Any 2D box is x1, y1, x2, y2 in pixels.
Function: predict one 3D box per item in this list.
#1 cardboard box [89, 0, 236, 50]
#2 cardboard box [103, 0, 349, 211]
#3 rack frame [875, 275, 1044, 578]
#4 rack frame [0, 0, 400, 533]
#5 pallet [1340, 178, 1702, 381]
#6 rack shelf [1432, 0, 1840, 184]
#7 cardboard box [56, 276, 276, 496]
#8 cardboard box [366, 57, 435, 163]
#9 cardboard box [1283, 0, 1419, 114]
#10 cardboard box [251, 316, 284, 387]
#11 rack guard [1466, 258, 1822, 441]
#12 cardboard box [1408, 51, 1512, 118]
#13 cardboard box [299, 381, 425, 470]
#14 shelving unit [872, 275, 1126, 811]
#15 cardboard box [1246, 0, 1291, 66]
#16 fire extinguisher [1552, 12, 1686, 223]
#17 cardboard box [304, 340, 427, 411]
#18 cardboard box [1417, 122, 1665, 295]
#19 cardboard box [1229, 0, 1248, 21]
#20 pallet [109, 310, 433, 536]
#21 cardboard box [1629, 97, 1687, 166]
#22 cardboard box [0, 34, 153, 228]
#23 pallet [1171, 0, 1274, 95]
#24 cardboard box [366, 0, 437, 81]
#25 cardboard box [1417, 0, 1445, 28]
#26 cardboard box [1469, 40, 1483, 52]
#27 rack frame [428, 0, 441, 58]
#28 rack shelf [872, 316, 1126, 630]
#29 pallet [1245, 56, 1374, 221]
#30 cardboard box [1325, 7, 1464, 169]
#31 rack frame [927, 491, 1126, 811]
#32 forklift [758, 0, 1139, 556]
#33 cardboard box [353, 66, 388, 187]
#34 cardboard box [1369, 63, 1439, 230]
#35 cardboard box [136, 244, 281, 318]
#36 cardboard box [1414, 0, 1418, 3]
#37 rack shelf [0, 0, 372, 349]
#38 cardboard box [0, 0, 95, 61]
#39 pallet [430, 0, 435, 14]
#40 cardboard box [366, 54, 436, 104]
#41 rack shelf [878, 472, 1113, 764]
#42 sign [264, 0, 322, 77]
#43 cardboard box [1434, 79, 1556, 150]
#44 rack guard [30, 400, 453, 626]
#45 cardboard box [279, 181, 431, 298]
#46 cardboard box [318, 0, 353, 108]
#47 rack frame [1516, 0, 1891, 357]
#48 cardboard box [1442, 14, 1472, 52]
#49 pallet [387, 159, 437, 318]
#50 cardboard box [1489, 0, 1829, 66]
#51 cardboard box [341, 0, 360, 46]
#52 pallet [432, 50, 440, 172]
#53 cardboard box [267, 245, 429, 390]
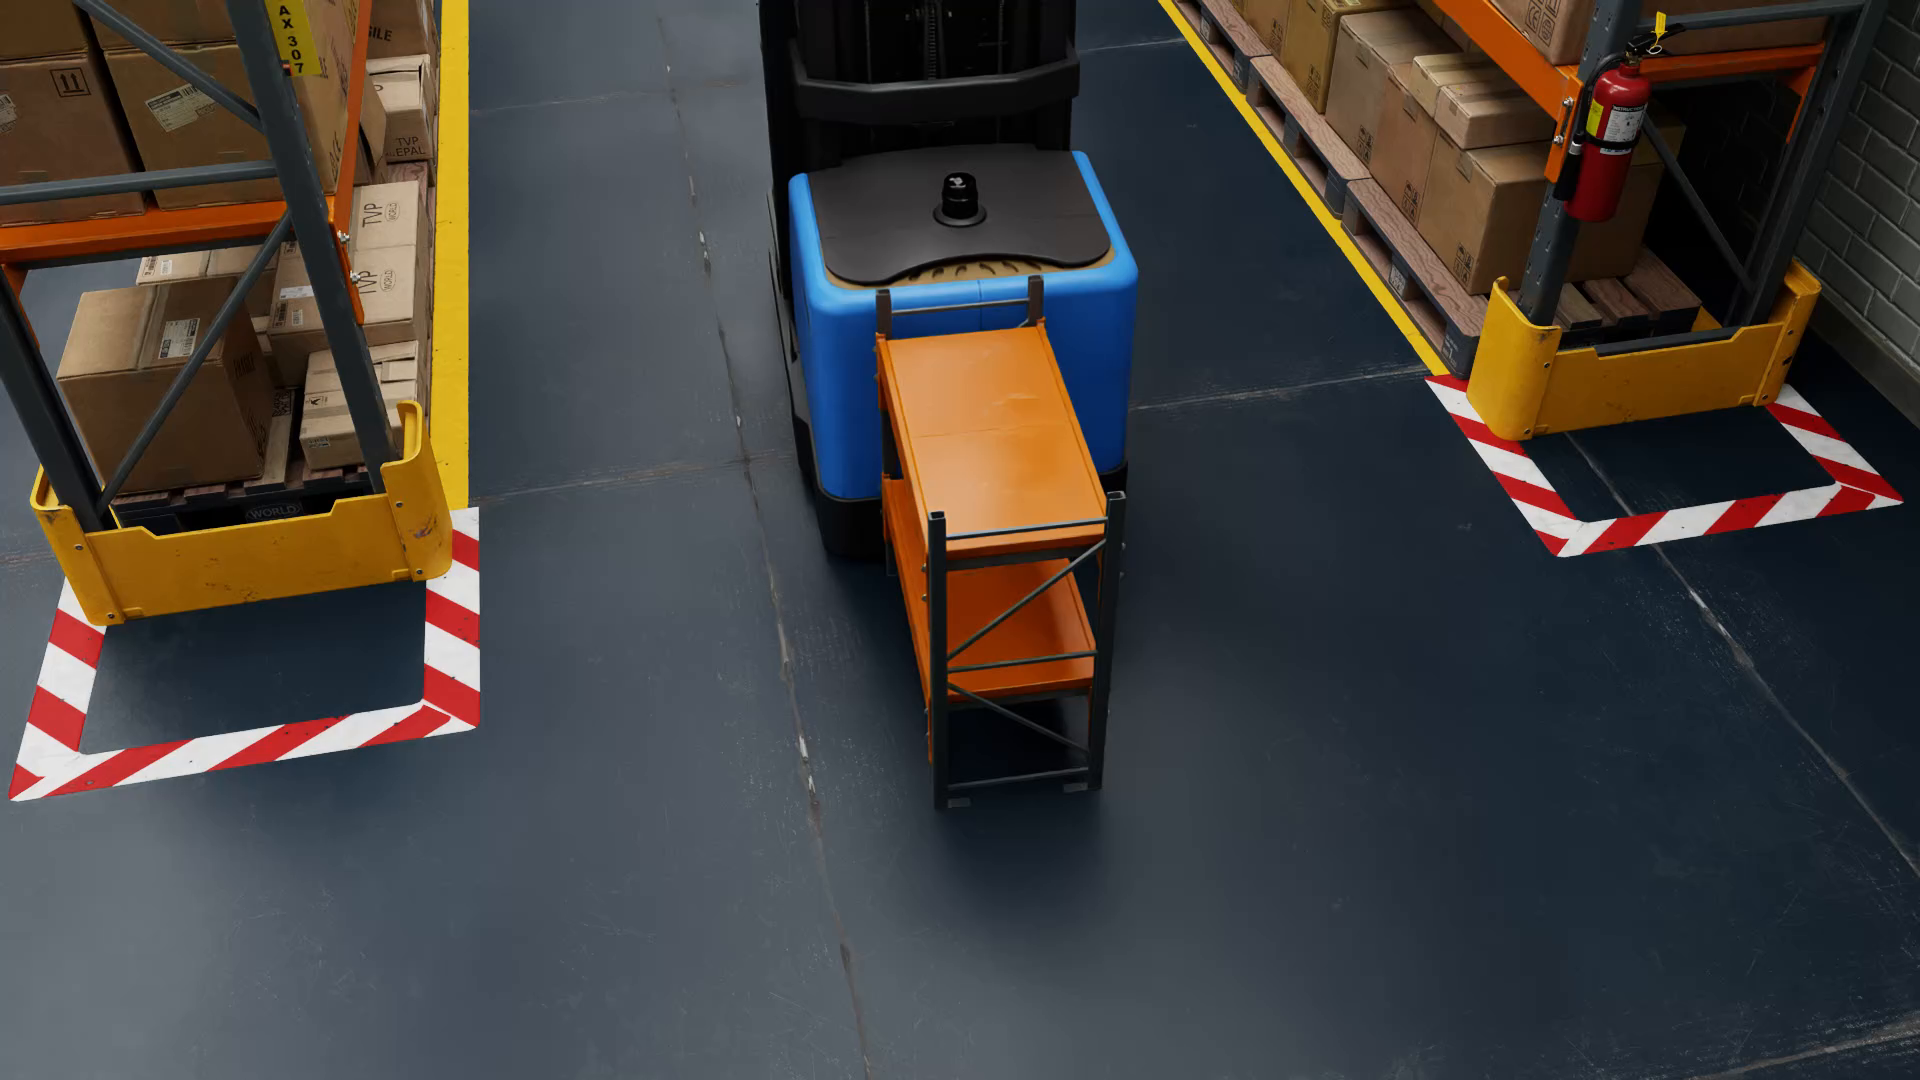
[{"bbox_3d":[-2.146,-1.714,4.593,0.500,0.500,0.500,-7,42,-8],"label":"cardboard box"},{"bbox_3d":[-2.146,-1.340,4.925,0.500,0.500,0.500,-8,42,-8],"label":"cardboard box"},{"bbox_3d":[0.000,-0.332,5.276,0.500,1.125,0.032,-6,42,-7],"label":"rack frame"},{"bbox_3d":[-2.308,-0.978,4.592,1.000,3.000,0.127,-8,42,-9],"label":"rack frame"},{"bbox_3d":[2.279,-1.154,6.891,1.003,0.211,1.213,-8,42,-9],"label":"pallet"},{"bbox_3d":[2.096,-2.717,7.093,1.077,0.370,4.000,-8,42,-9],"label":"rack shelf"},{"bbox_3d":[-2.666,-0.524,5.633,0.500,0.500,0.500,-8,42,-9],"label":"cardboard box"},{"bbox_3d":[-2.609,-1.915,7.341,0.500,0.311,0.500,-8,42,-9],"label":"cardboard box"},{"bbox_3d":[1.940,-2.346,7.700,0.700,0.500,0.500,-7,42,-8],"label":"cardboard box"},{"bbox_3d":[-2.665,-0.675,6.054,0.380,0.166,0.250,-8,42,-9],"label":"cardboard box"},{"bbox_3d":[2.533,-0.739,6.206,1.175,0.500,0.348,-8,42,-9],"label":"rack guard"},{"bbox_3d":[2.018,-1.817,6.615,0.380,0.149,0.250,-7,42,-8],"label":"cardboard box"},{"bbox_3d":[-2.063,-0.397,5.753,0.380,0.149,0.250,-8,42,-9],"label":"cardboard box"},{"bbox_3d":[0.084,0.001,4.901,0.538,1.125,1.048,-6,42,-7],"label":"shelving unit"},{"bbox_3d":[1.831,-2.679,8.075,0.700,0.500,0.500,-9,42,-10],"label":"cardboard box"},{"bbox_3d":[2.110,-1.358,5.359,0.296,0.674,0.183,-8,42,-9],"label":"fire extinguisher"},{"bbox_3d":[-2.117,-0.565,5.930,0.380,0.166,0.250,-8,42,-9],"label":"cardboard box"},{"bbox_3d":[2.279,-1.351,6.580,0.700,0.500,0.500,-8,42,-9],"label":"cardboard box"},{"bbox_3d":[1.726,-3.005,8.443,0.700,0.500,0.500,-8,42,-9],"label":"cardboard box"},{"bbox_3d":[-2.497,-0.501,6.155,1.003,0.211,1.213,-8,42,-9],"label":"pallet"},{"bbox_3d":[2.502,-1.542,6.305,0.380,0.149,0.250,-8,42,-9],"label":"cardboard box"},{"bbox_3d":[-2.670,-1.266,4.842,0.500,0.500,0.500,-7,42,-8],"label":"cardboard box"},{"bbox_3d":[1.753,-2.736,8.673,1.003,0.211,1.213,-8,42,-9],"label":"pallet"},{"bbox_3d":[-2.771,-2.471,7.826,0.500,0.500,0.500,-8,42,-9],"label":"cardboard box"},{"bbox_3d":[2.226,-2.363,7.231,0.380,0.149,0.250,-8,42,-9],"label":"cardboard box"},{"bbox_3d":[2.338,-2.032,6.858,0.380,0.149,0.250,-8,42,-9],"label":"cardboard box"},{"bbox_3d":[-3.171,-3.570,7.513,1.000,3.000,0.127,-8,42,-9],"label":"rack frame"},{"bbox_3d":[0.084,-0.218,4.707,0.538,0.278,1.000,-6,42,-7],"label":"rack shelf"},{"bbox_3d":[2.019,-1.943,7.780,1.003,0.211,1.213,-8,42,-9],"label":"pallet"},{"bbox_3d":[2.062,-2.002,7.312,0.700,0.500,0.500,-10,42,-11],"label":"cardboard box"},{"bbox_3d":[0.168,0.334,4.526,0.500,1.125,0.032,-6,42,-7],"label":"rack frame"},{"bbox_3d":[-0.184,-2.027,5.825,1.130,2.935,3.031,-6,42,-7],"label":"forklift"},{"bbox_3d":[-2.761,-1.584,6.824,0.797,0.503,0.637,-8,42,-9],"label":"cardboard box"},{"bbox_3d":[2.171,-1.676,6.945,0.700,0.500,0.500,-8,42,-9],"label":"cardboard box"},{"bbox_3d":[-2.842,-1.051,6.414,0.500,0.250,0.500,-8,42,-9],"label":"cardboard box"},{"bbox_3d":[2.172,-2.527,7.416,0.380,0.149,0.250,-9,42,-10],"label":"cardboard box"},{"bbox_3d":[-2.740,-2.005,6.291,1.077,0.370,4.000,-8,42,-9],"label":"rack shelf"},{"bbox_3d":[-2.672,-1.638,4.507,0.500,0.500,0.500,-9,42,-10],"label":"cardboard box"},{"bbox_3d":[-3.384,-3.049,9.026,1.003,0.211,1.213,-8,42,-9],"label":"pallet"},{"bbox_3d":[-2.632,-2.106,7.679,0.380,0.149,0.250,-8,42,-9],"label":"cardboard box"},{"bbox_3d":[0.084,0.184,5.064,0.538,0.278,1.000,-6,42,-7],"label":"rack shelf"},{"bbox_3d":[-1.778,-1.379,4.392,0.100,0.325,0.005,-8,42,-9],"label":"sign"},{"bbox_3d":[2.074,-1.651,6.429,0.380,0.149,0.250,-9,42,-10],"label":"cardboard box"},{"bbox_3d":[-2.324,-0.092,5.477,1.175,0.500,0.348,-8,42,-9],"label":"rack guard"},{"bbox_3d":[-2.364,-1.155,6.532,0.500,0.250,0.500,-8,42,-9],"label":"cardboard box"},{"bbox_3d":[-2.263,-1.674,5.301,0.500,0.500,0.500,-9,42,-10],"label":"cardboard box"},{"bbox_3d":[2.528,-1.690,5.394,1.000,3.000,0.127,-8,42,-9],"label":"rack frame"},{"bbox_3d":[2.282,-2.197,7.044,0.380,0.149,0.250,-8,42,-9],"label":"cardboard box"},{"bbox_3d":[-2.757,-1.290,7.044,1.003,0.211,1.213,-8,42,-9],"label":"pallet"},{"bbox_3d":[2.408,-2.131,5.665,0.980,0.700,0.700,-7,42,-7],"label":"cardboard box"},{"bbox_3d":[-2.368,-2.000,5.668,0.500,0.500,0.500,-8,42,-9],"label":"cardboard box"},{"bbox_3d":[-3.024,-2.082,7.937,1.003,0.211,1.213,-8,42,-9],"label":"pallet"},{"bbox_3d":[-2.256,-0.831,6.167,0.500,0.250,0.500,-8,42,-9],"label":"cardboard box"}]
